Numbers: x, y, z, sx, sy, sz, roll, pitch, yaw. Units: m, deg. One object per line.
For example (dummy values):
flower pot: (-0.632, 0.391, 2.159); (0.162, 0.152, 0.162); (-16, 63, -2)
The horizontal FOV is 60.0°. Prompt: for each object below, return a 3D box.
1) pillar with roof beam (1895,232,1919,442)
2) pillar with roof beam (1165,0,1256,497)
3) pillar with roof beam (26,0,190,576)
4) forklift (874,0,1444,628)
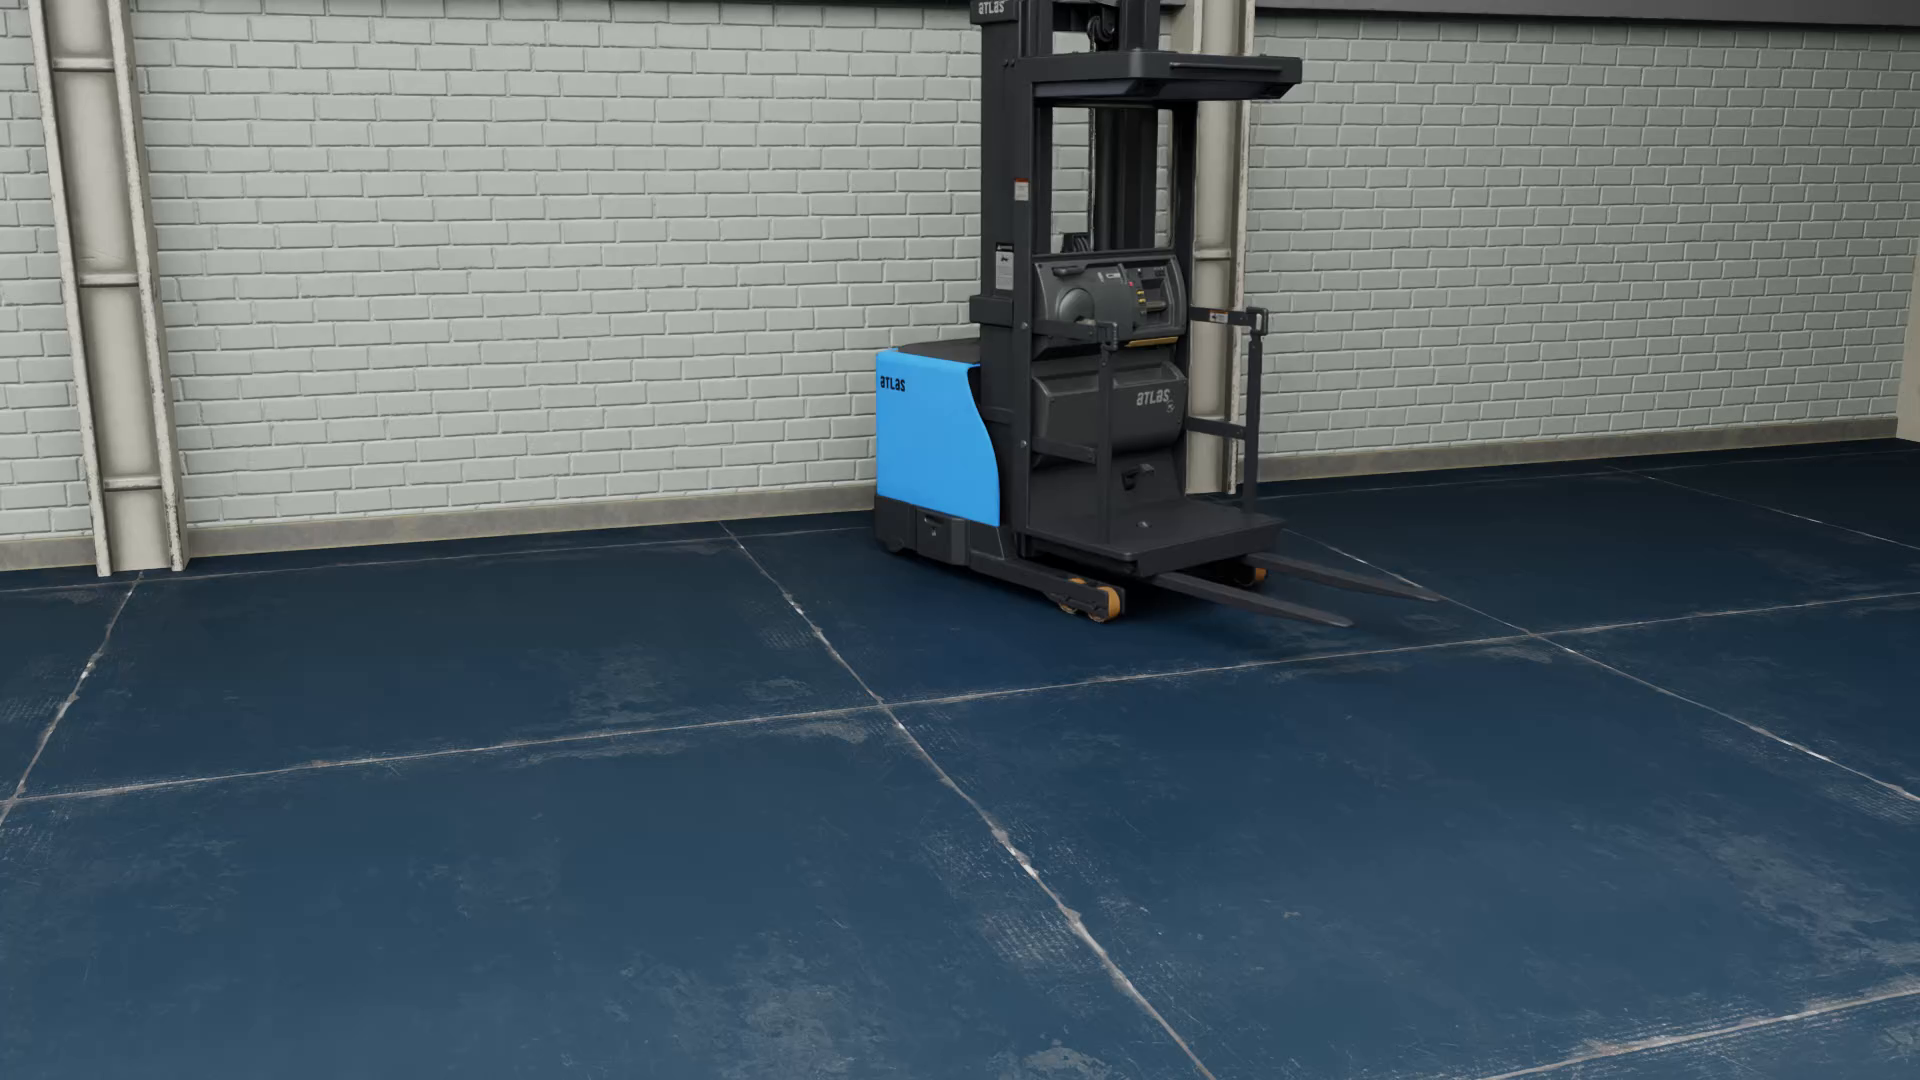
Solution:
pillar with roof beam: (8.545, -4.184, 7.286); (0.400, 9.000, 9.100); (-4, 14, -18)
pillar with roof beam: (2.859, -3.741, 5.424); (0.400, 9.000, 9.100); (-4, 14, -18)
pillar with roof beam: (-2.828, -3.298, 3.562); (0.400, 9.000, 9.100); (-4, 14, -18)
forklift: (0.861, -1.181, 7.774); (1.130, 2.935, 3.031); (-11, 17, -38)
